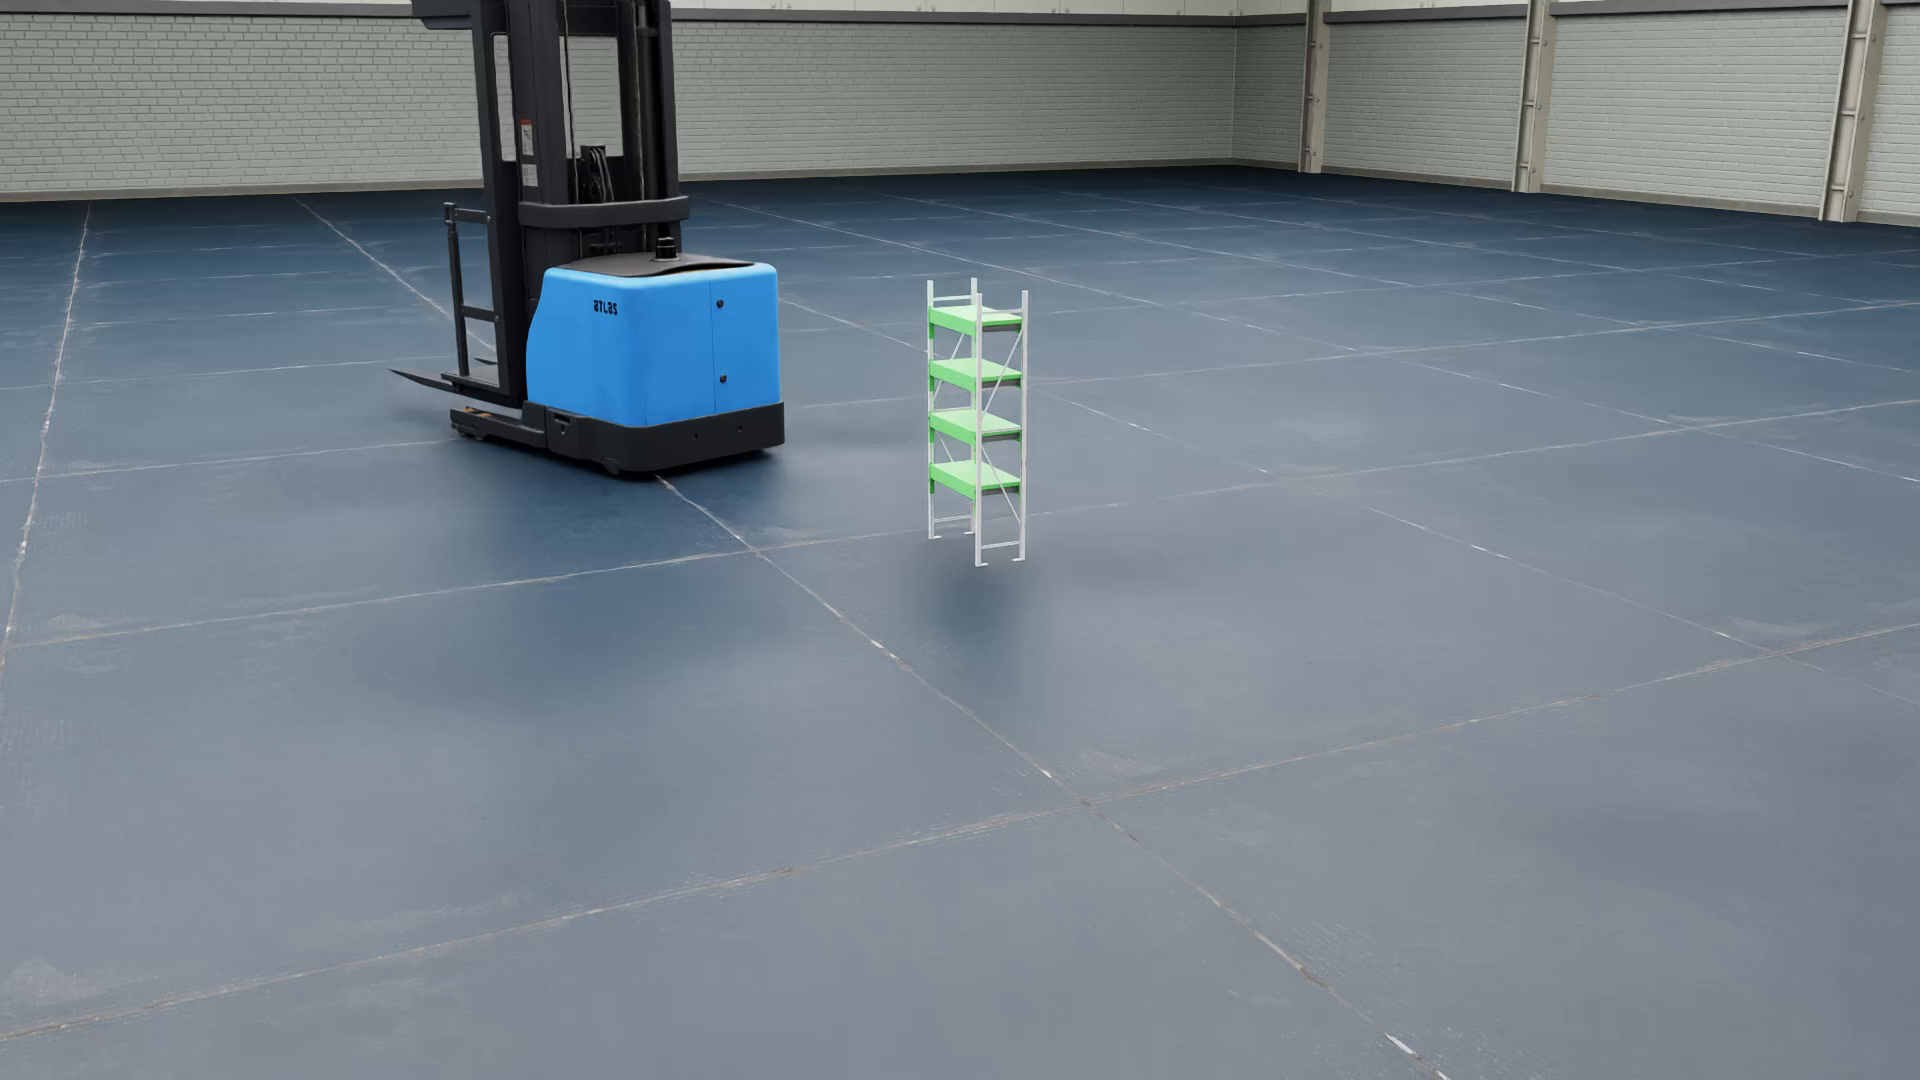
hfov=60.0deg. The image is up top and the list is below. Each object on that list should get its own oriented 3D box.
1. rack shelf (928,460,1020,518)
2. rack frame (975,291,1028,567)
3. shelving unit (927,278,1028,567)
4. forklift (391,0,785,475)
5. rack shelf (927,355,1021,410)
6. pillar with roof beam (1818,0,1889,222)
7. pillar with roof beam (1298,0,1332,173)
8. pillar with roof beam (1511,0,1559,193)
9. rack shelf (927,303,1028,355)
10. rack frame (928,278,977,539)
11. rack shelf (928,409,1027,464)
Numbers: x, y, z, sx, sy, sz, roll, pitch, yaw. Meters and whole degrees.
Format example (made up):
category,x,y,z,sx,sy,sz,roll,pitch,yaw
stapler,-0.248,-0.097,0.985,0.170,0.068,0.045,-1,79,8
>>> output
category,x,y,z,sx,sy,sz,roll,pitch,yaw
rack shelf,0.073,-0.244,7.526,0.258,0.148,0.480,-8,18,-25
rack frame,0.179,-0.475,7.231,0.240,1.200,0.015,-8,18,-25
shelving unit,0.073,-0.536,7.442,0.258,1.200,0.503,-8,18,-25
forklift,-2.394,-2.080,9.686,3.031,2.935,1.130,15,22,42
rack shelf,0.073,-0.705,7.394,0.258,0.148,0.480,-8,18,-25
pillar with roof beam,8.501,-8.306,20.380,9.100,9.000,0.400,-8,18,-25
pillar with roof beam,3.244,-11.281,30.749,9.100,9.000,0.400,-8,18,-25
pillar with roof beam,5.872,-9.794,25.565,9.100,9.000,0.400,-8,18,-25
rack shelf,0.073,-0.936,7.327,0.258,0.148,0.480,-8,18,-25
rack frame,-0.034,-0.596,7.653,0.240,1.200,0.015,-8,18,-25
rack shelf,0.073,-0.474,7.460,0.258,0.148,0.480,-8,18,-25
